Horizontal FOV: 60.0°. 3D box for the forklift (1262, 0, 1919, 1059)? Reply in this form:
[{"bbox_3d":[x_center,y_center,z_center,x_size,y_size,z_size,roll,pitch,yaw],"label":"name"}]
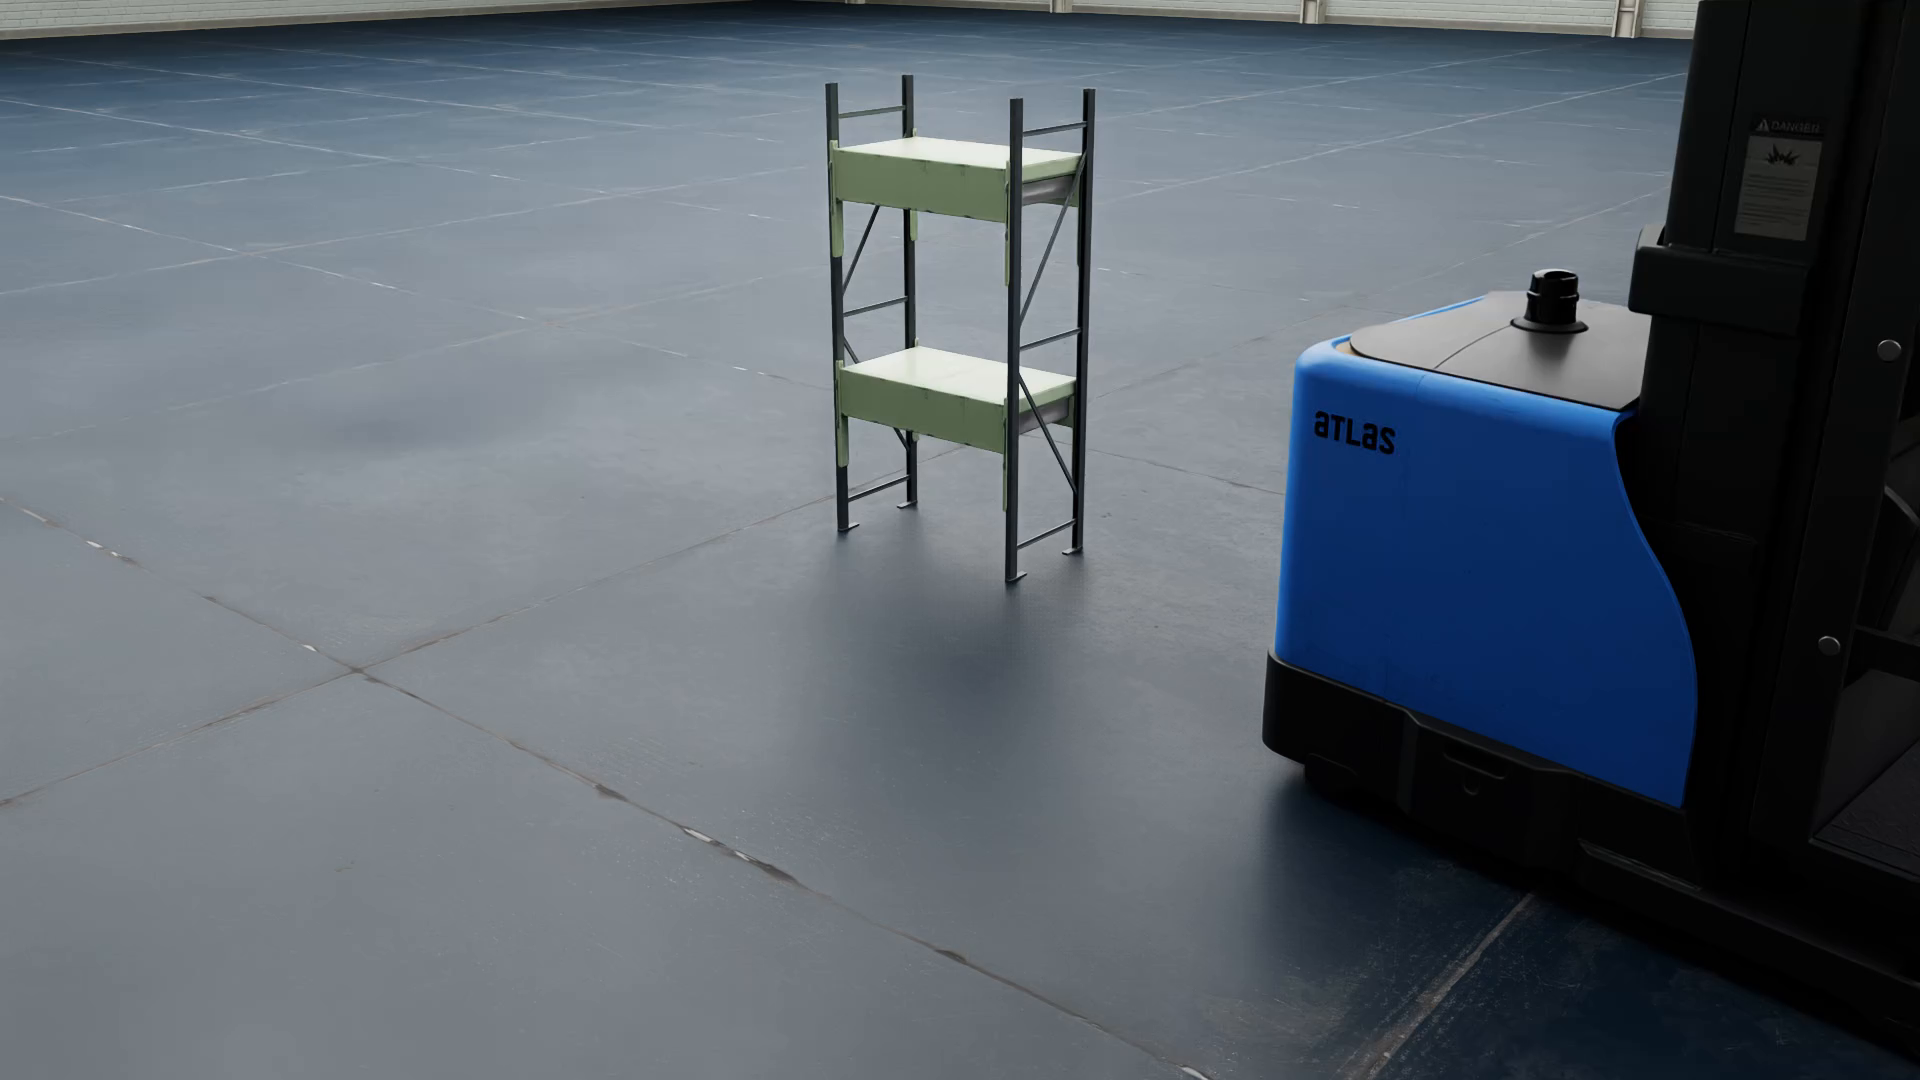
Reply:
[{"bbox_3d":[2.133,-0.547,2.965,1.130,2.935,3.031,-19,28,-40],"label":"forklift"}]

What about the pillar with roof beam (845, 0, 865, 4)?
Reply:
[{"bbox_3d":[-5.191,-15.724,34.611,0.400,9.000,9.100,16,26,36],"label":"pillar with roof beam"}]

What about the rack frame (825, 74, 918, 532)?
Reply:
[{"bbox_3d":[-0.289,-0.785,5.624,0.023,1.500,0.400,16,26,36],"label":"rack frame"}]

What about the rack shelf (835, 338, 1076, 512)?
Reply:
[{"bbox_3d":[-0.005,-0.398,5.523,0.720,0.370,0.431,16,26,36],"label":"rack shelf"}]

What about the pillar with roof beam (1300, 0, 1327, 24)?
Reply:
[{"bbox_3d":[4.105,-13.047,27.512,0.400,9.000,9.100,16,26,36],"label":"pillar with roof beam"}]

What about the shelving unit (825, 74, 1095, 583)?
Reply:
[{"bbox_3d":[-0.005,-0.703,5.407,0.755,1.500,0.431,16,26,36],"label":"shelving unit"}]

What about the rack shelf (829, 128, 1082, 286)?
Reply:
[{"bbox_3d":[-0.005,-1.068,5.270,0.720,0.370,0.431,16,26,36],"label":"rack shelf"}]

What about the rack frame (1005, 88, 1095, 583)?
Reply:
[{"bbox_3d":[0.278,-0.622,5.191,0.023,1.500,0.400,16,26,36],"label":"rack frame"}]

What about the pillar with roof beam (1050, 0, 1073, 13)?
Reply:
[{"bbox_3d":[-0.543,-14.385,31.062,0.400,9.000,9.100,16,26,36],"label":"pillar with roof beam"}]

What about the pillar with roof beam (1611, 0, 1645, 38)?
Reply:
[{"bbox_3d":[8.754,-11.708,23.962,0.400,9.000,9.100,16,26,36],"label":"pillar with roof beam"}]
